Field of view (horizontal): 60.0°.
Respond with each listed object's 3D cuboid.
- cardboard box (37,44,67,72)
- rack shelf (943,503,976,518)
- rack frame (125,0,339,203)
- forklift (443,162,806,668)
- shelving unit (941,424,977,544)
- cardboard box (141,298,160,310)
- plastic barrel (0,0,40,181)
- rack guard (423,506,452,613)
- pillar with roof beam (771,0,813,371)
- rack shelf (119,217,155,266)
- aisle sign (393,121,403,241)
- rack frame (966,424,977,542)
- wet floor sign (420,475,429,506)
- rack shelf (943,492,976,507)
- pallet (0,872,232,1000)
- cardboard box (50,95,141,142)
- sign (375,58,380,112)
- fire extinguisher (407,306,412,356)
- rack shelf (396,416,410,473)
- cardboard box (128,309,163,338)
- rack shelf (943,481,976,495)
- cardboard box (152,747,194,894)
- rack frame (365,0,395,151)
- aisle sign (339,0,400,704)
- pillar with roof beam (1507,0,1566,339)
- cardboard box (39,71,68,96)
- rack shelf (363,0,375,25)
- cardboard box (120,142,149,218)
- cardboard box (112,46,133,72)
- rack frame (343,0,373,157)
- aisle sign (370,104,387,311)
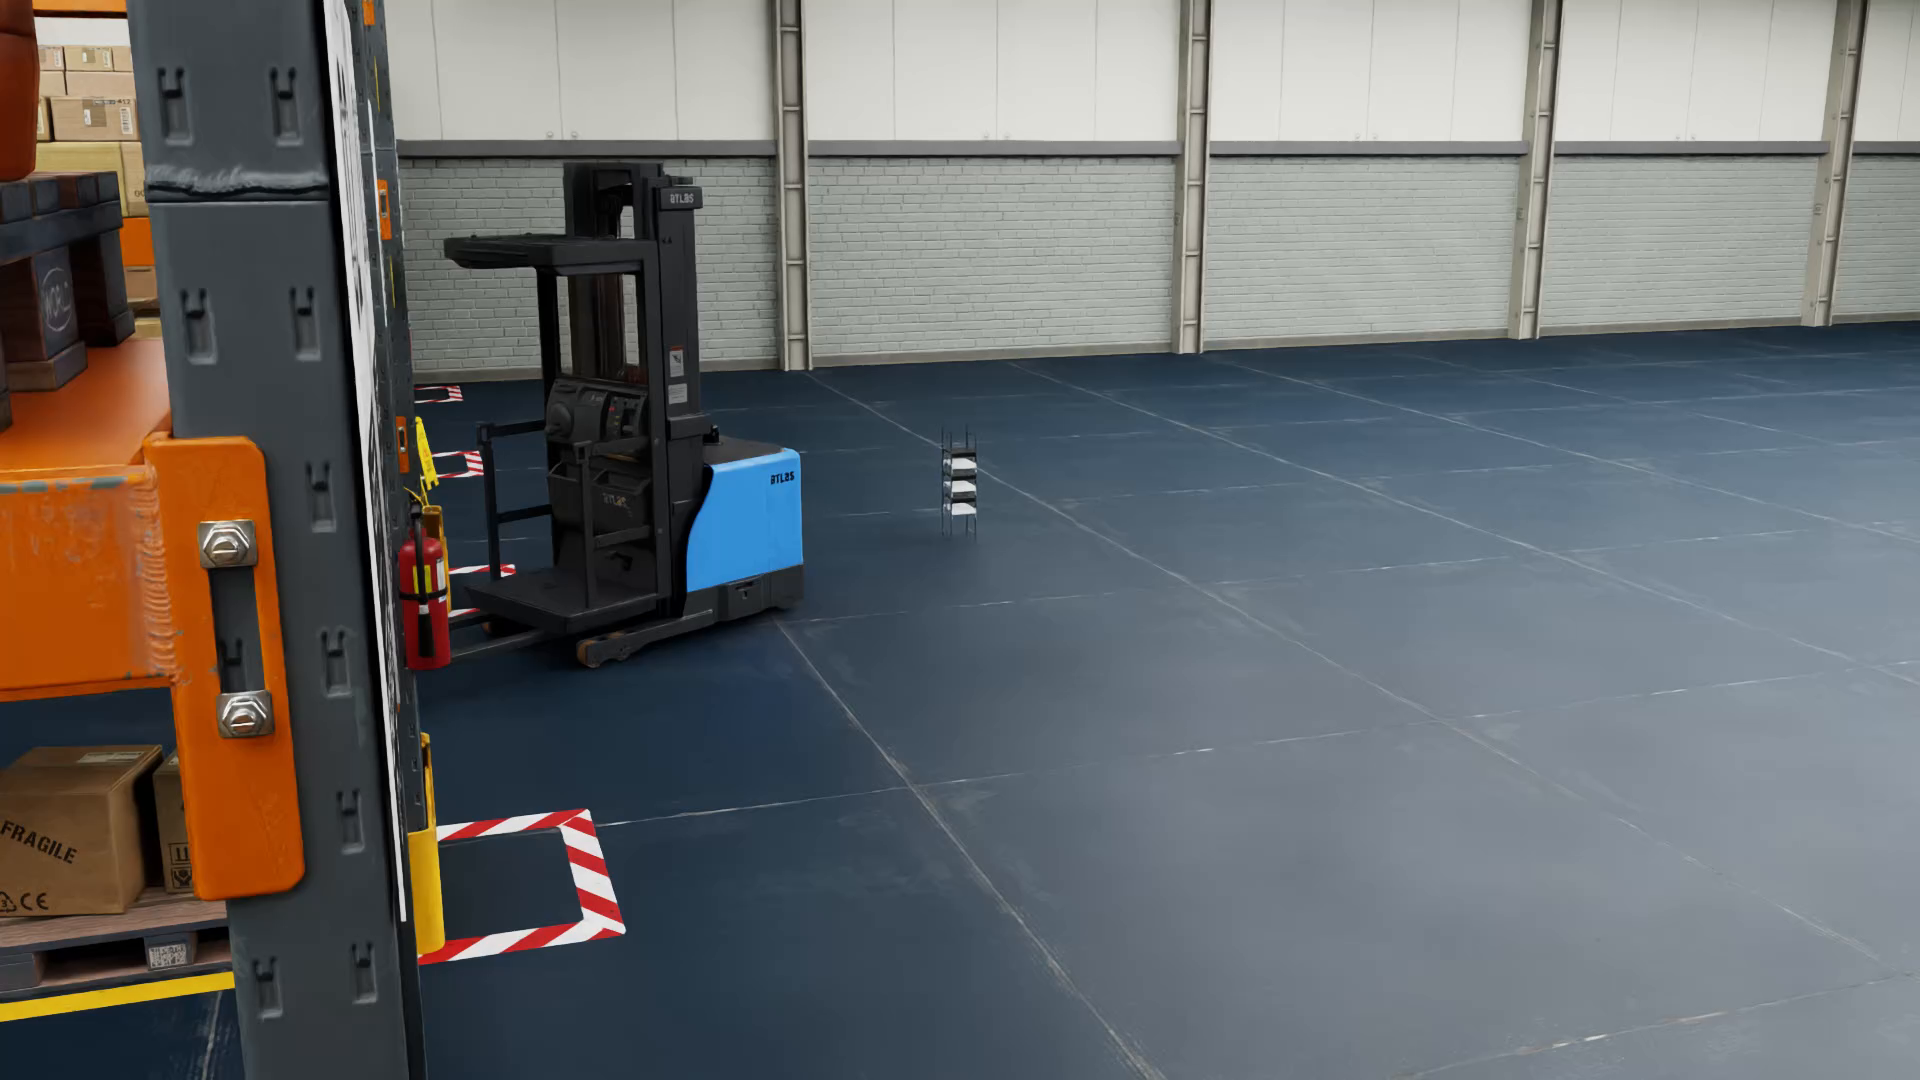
[{"bbox_3d":[-5.415,-2.848,9.850,0.250,0.149,0.380,-4,14,-18],"label":"cardboard box"},{"bbox_3d":[-0.008,-0.230,13.086,0.200,0.077,0.258,-4,14,-18],"label":"rack shelf"},{"bbox_3d":[-0.693,-1.819,1.345,0.127,3.000,1.000,-4,14,-18],"label":"rack frame"},{"bbox_3d":[-2.391,-0.794,10.146,1.130,2.935,3.031,11,18,40],"label":"forklift"},{"bbox_3d":[-0.008,-0.437,13.036,0.210,0.900,0.258,-4,14,-18],"label":"shelving unit"},{"bbox_3d":[-2.881,-0.686,6.526,0.500,0.500,0.500,-4,14,-18],"label":"cardboard box"},{"bbox_3d":[-1.113,-0.710,1.326,0.708,0.830,0.600,-4,14,-18],"label":"plastic barrel"},{"bbox_3d":[-3.736,0.132,11.508,0.348,0.500,1.175,-4,14,-18],"label":"rack guard"},{"bbox_3d":[-0.908,-5.812,18.133,0.400,9.000,9.100,-4,14,-18],"label":"pillar with roof beam"},{"bbox_3d":[-4.168,-0.949,5.722,4.000,0.370,1.077,-4,14,-18],"label":"rack shelf"},{"bbox_3d":[-3.787,-2.418,11.209,0.004,0.787,0.394,-4,14,-18],"label":"aisle sign"},{"bbox_3d":[0.089,-0.445,13.068,0.006,0.900,0.240,-4,14,-18],"label":"rack frame"},{"bbox_3d":[-4.363,-0.373,13.318,0.232,0.644,0.267,-7,15,-28],"label":"wet floor sign"},{"bbox_3d":[-0.008,-0.317,13.065,0.200,0.077,0.258,-4,14,-18],"label":"rack shelf"},{"bbox_3d":[-3.126,1.427,6.686,1.213,0.211,1.003,-4,14,-18],"label":"pallet"},{"bbox_3d":[-2.945,-1.441,5.698,0.250,0.149,0.380,-5,14,-21],"label":"cardboard box"},{"bbox_3d":[-3.599,-2.814,10.266,0.005,0.325,0.100,-4,14,-18],"label":"sign"},{"bbox_3d":[-5.178,-2.030,15.364,0.183,0.674,0.296,-4,14,-18],"label":"fire extinguisher"},{"bbox_3d":[-5.654,-0.585,10.674,4.000,0.370,1.077,-4,14,-18],"label":"rack shelf"},{"bbox_3d":[-2.715,-0.572,6.046,0.500,0.500,0.500,-4,14,-18],"label":"cardboard box"},{"bbox_3d":[-0.008,-0.405,13.044,0.200,0.077,0.258,-4,14,-18],"label":"rack shelf"},{"bbox_3d":[-2.870,1.067,6.669,0.500,0.500,0.500,-2,14,-8],"label":"cardboard box"},{"bbox_3d":[-3.759,-4.001,10.517,0.127,3.000,1.000,-4,14,-18],"label":"rack frame"},{"bbox_3d":[-0.718,-0.235,2.031,0.004,0.787,0.394,-4,14,-18],"label":"aisle sign"},{"bbox_3d":[10.466,-6.698,21.856,0.400,9.000,9.100,-4,14,-18],"label":"pillar with roof beam"},{"bbox_3d":[-5.562,-2.658,9.912,0.500,0.250,0.500,-4,14,-18],"label":"cardboard box"},{"bbox_3d":[-5.654,-3.309,10.026,4.000,0.370,1.077,-4,14,-18],"label":"rack shelf"},{"bbox_3d":[-2.649,-1.282,5.893,0.500,0.250,0.500,-4,14,-17],"label":"cardboard box"},{"bbox_3d":[-4.932,-2.886,10.010,0.250,0.149,0.380,-4,14,-18],"label":"cardboard box"},{"bbox_3d":[-2.273,-2.906,5.912,0.127,3.000,1.000,-4,14,-18],"label":"rack frame"},{"bbox_3d":[-2.310,-1.322,6.602,0.004,0.787,0.394,-4,14,-18],"label":"aisle sign"}]
